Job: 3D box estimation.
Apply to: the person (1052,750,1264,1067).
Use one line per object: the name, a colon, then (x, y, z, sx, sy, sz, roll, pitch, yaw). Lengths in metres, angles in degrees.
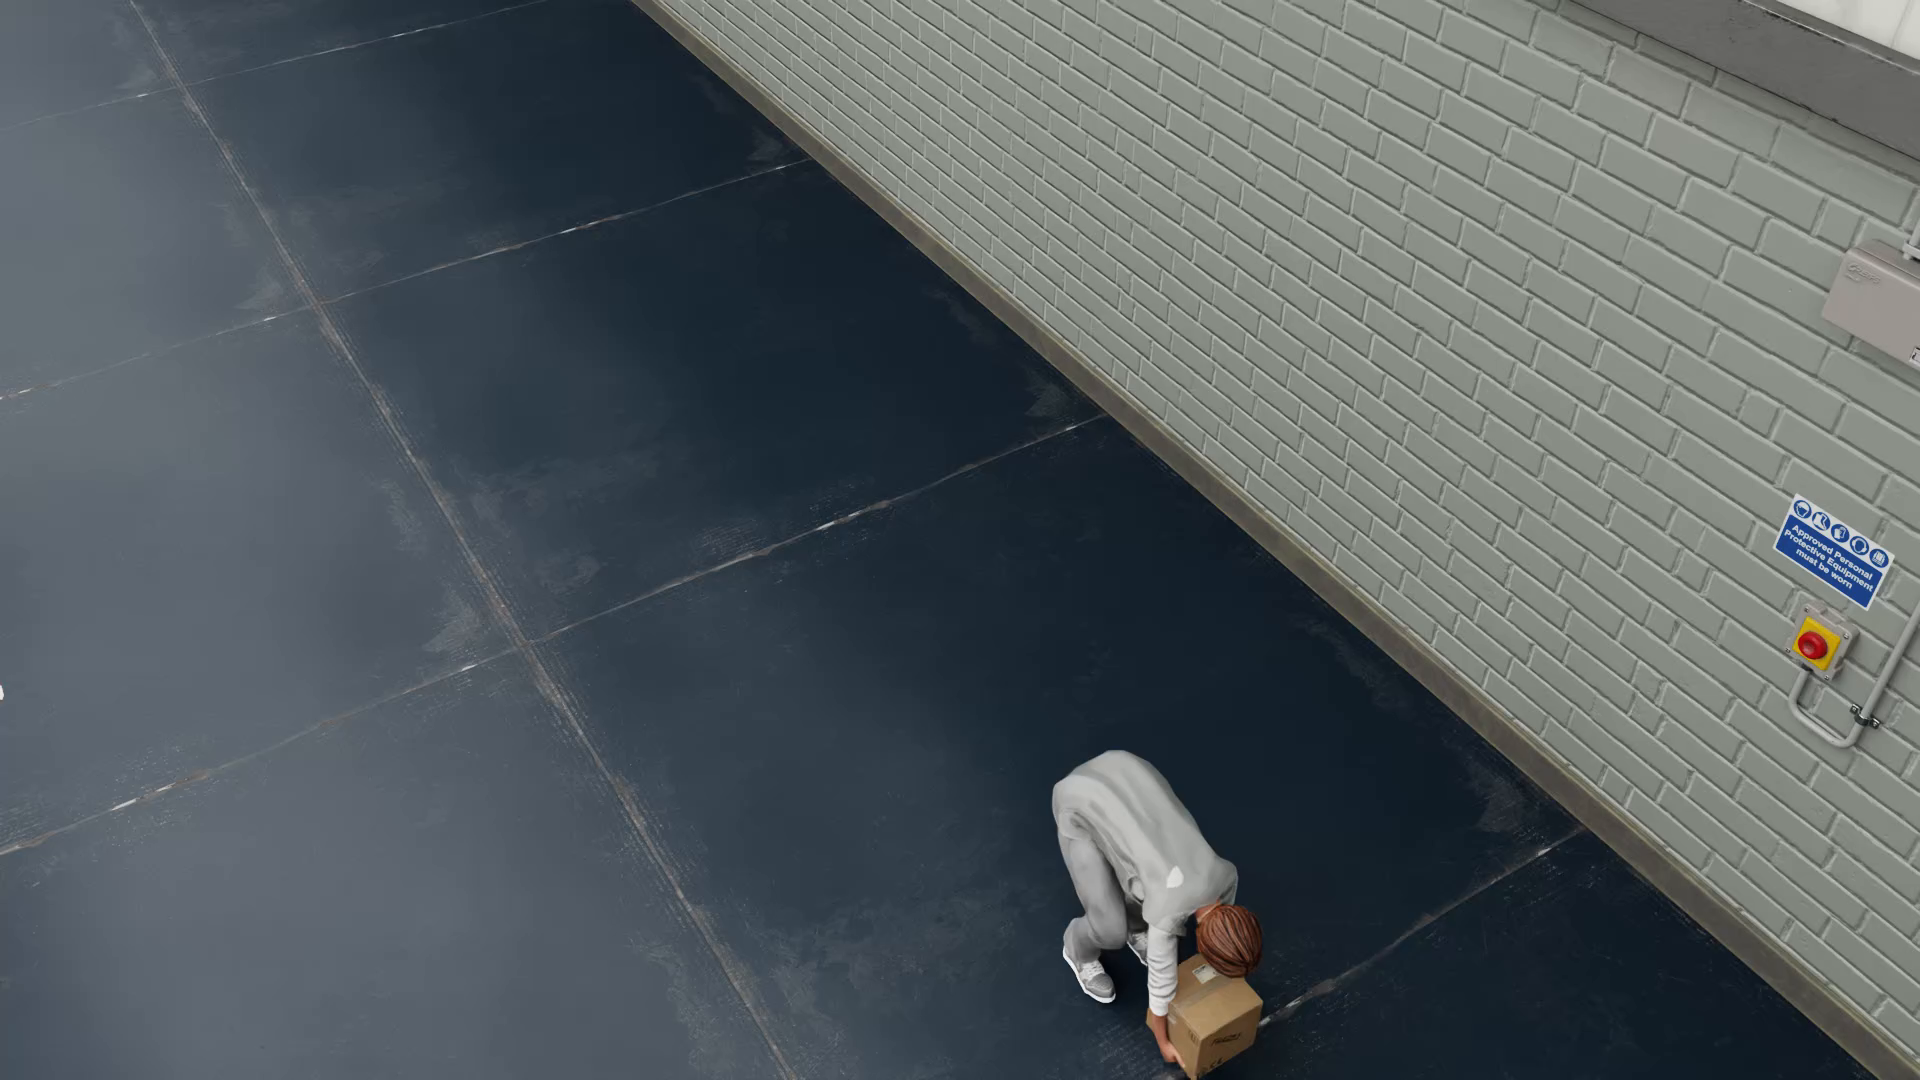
person: (0.626, 1.190, 5.323, 0.415, 0.924, 0.861, -25, 47, -26)
